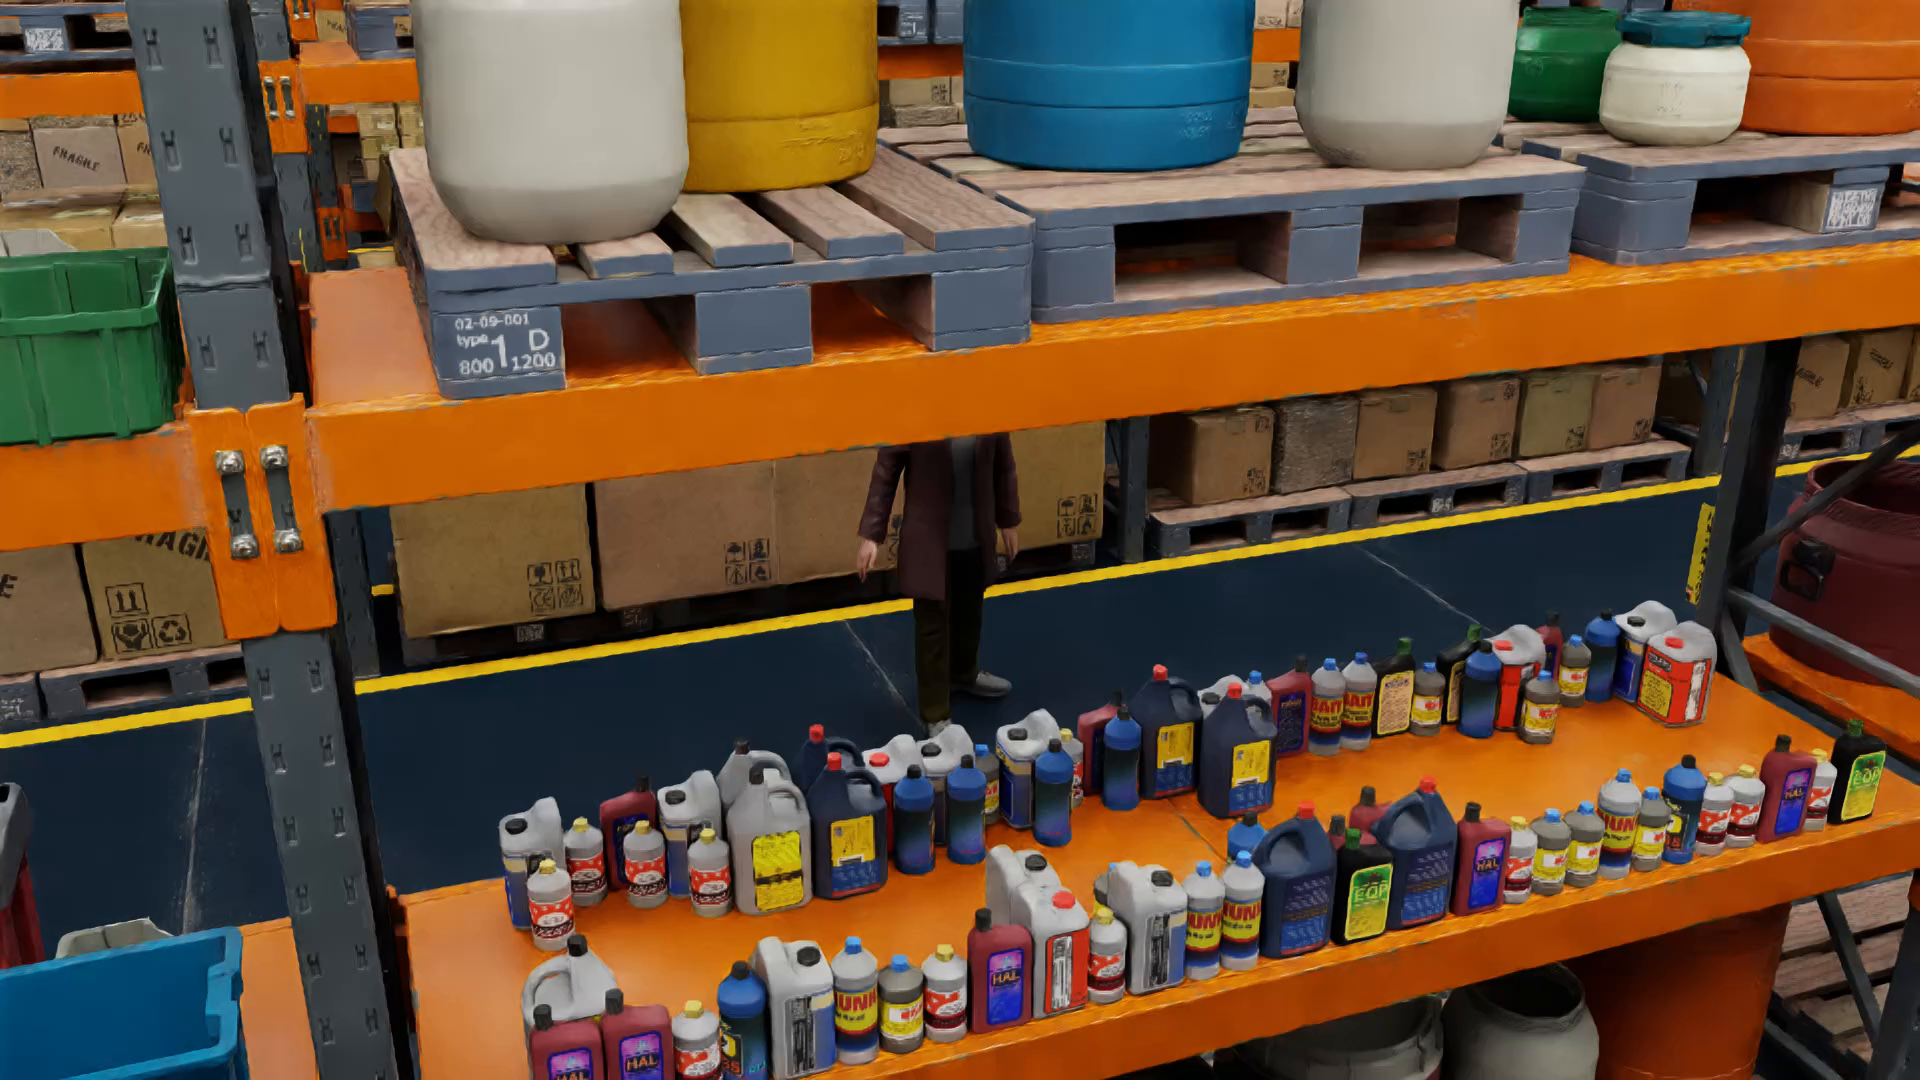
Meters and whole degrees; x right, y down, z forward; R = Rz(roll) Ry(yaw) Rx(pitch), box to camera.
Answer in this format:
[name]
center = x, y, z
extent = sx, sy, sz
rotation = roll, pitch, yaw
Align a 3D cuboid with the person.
[person]
center = -0.068, 0.095, 7.137
extent = 0.779, 1.559, 0.682
rotation = -11, 25, -25
